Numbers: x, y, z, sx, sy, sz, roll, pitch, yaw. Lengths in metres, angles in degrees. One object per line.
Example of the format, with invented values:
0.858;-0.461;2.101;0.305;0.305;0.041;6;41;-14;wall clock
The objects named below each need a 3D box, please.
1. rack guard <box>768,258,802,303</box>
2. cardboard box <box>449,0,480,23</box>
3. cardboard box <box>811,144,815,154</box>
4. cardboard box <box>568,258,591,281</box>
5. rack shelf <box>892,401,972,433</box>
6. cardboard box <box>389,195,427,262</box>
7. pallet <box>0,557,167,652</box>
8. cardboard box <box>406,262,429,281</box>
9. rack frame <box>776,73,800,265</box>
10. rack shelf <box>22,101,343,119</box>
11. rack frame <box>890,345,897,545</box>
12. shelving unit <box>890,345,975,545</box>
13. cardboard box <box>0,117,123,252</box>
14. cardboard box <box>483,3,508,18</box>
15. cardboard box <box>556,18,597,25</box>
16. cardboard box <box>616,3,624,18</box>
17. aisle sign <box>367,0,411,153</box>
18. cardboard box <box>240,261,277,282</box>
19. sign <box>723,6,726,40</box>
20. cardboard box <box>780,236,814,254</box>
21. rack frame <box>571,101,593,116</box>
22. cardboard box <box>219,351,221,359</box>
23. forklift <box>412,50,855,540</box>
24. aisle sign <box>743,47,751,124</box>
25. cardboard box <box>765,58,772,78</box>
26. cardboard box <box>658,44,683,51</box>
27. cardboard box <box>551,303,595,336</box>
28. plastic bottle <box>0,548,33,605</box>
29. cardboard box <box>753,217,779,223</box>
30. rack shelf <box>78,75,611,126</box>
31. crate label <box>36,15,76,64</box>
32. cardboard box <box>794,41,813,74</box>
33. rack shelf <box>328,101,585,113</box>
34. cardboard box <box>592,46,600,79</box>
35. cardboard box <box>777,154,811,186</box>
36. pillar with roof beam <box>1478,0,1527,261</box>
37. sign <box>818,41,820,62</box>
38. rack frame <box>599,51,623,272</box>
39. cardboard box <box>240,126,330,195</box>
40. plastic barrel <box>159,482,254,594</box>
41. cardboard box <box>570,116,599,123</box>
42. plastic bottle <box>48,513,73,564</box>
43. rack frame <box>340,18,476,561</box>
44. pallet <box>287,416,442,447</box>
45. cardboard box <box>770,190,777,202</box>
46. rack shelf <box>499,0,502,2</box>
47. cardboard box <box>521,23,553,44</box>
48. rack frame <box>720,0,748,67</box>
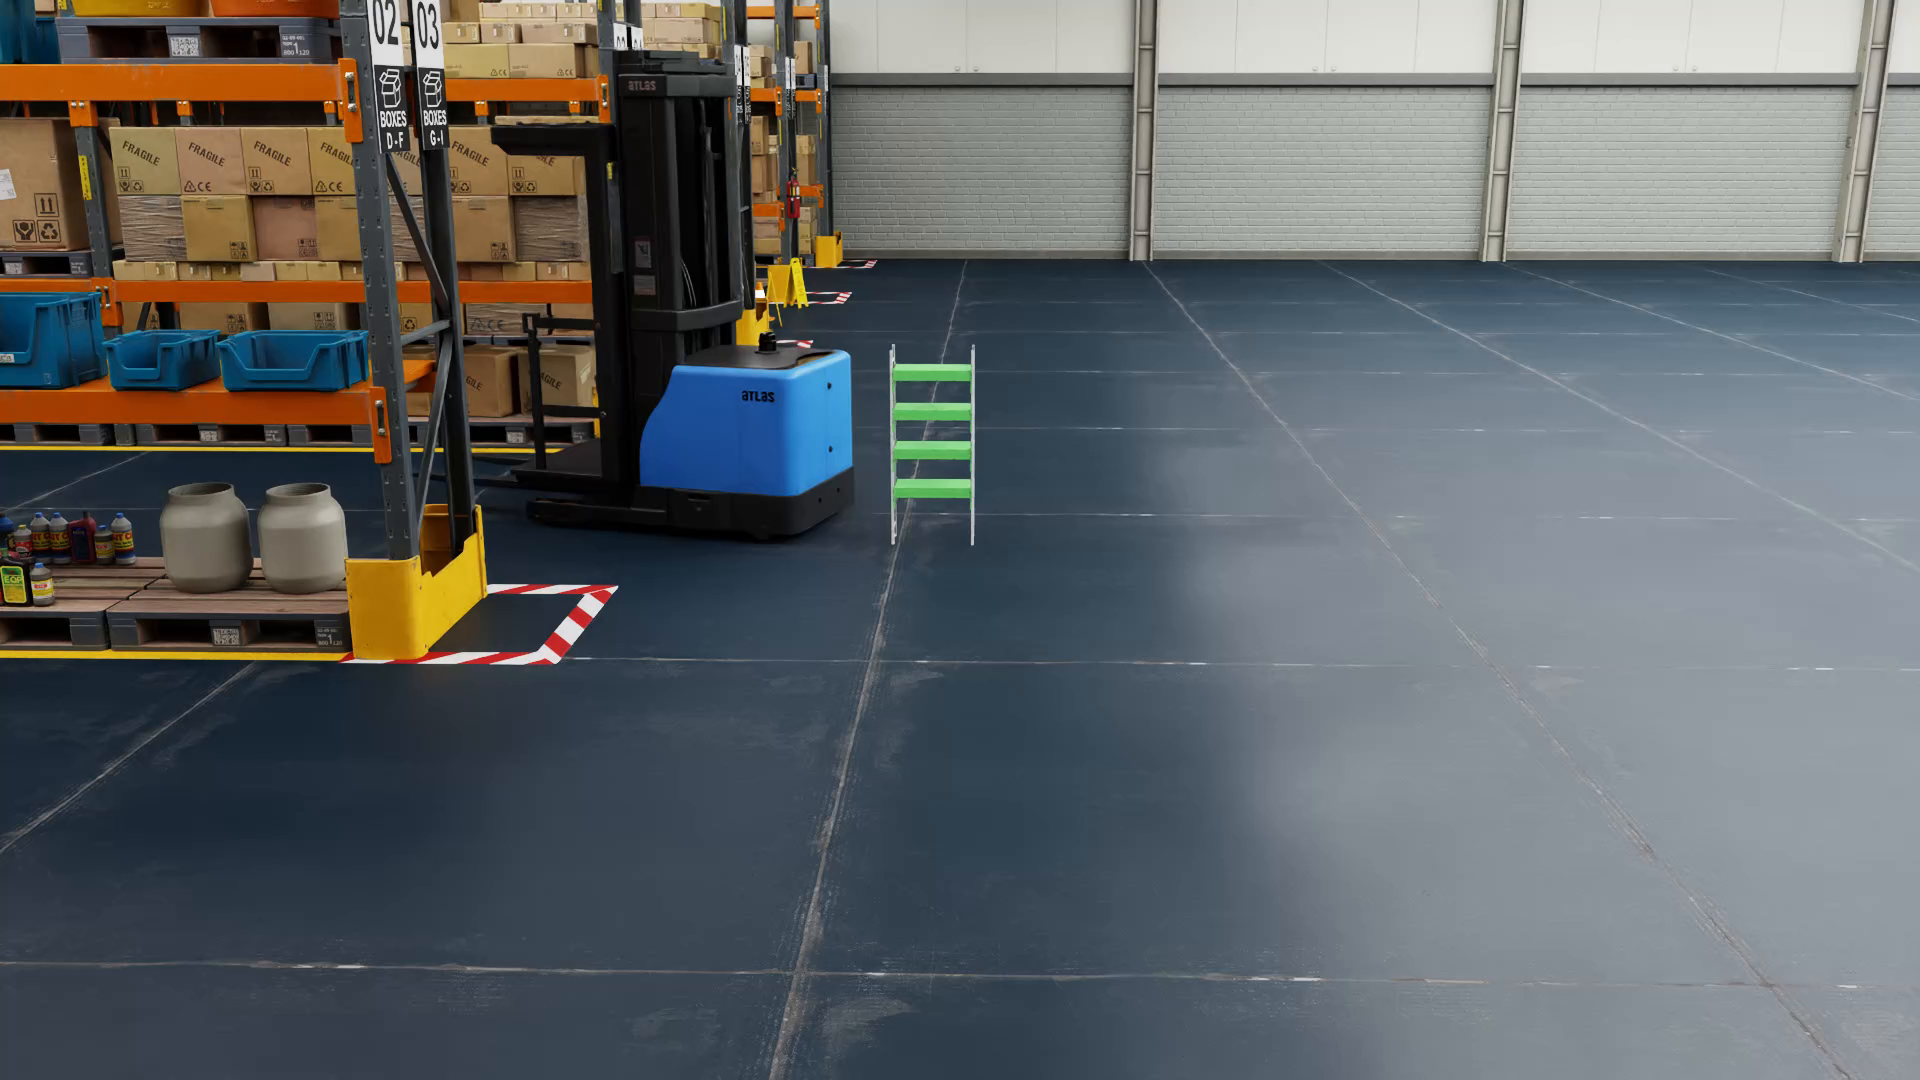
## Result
-2.415;-3.607;23.033;0.348;0.500;1.175;0;15;1;rack guard
-4.070;-4.251;12.934;0.500;0.500;0.500;0;15;1;cardboard box
-2.549;-6.512;27.674;0.250;0.149;0.380;0;15;0;cardboard box
-2.883;-2.116;12.973;0.250;0.149;0.380;0;15;1;cardboard box
-0.165;-0.752;10.146;0.480;0.148;0.258;0;15;1;rack shelf
-4.143;-2.478;13.073;0.500;0.500;0.875;0;15;1;cardboard box
-4.825;0.319;8.716;1.213;0.211;1.003;0;15;1;pallet
-4.133;-2.120;12.988;0.250;0.149;0.380;0;15;1;cardboard box
-2.340;-4.816;22.712;0.127;3.000;1.000;0;15;1;rack frame
-8.363;-4.694;17.782;4.000;0.370;1.077;0;15;1;rack shelf
-0.409;-0.583;10.197;0.015;1.200;0.240;0;15;1;rack frame
-0.165;-0.581;10.191;0.503;1.200;0.258;0;15;1;shelving unit
-7.382;-2.848;13.257;1.000;1.000;1.000;0;15;2;cardboard box
-4.736;-5.447;17.138;0.250;0.149;0.380;0;15;1;cardboard box
-3.863;-5.265;17.226;0.500;0.250;0.500;0;15;1;cardboard box
-3.475;-5.439;17.106;0.250;0.149;0.380;1;15;2;cardboard box
-2.655;-2.206;7.725;0.004;0.787;0.394;0;15;1;aisle sign
-5.385;-2.104;12.927;0.250;0.149;0.380;0;15;1;cardboard box
-2.393;-5.254;16.916;0.005;0.325;0.100;0;15;1;sign
-2.694;-4.877;27.514;0.500;0.250;0.500;0;15;2;cardboard box
-6.215;-6.107;27.609;0.127;3.000;1.000;0;15;1;rack frame
-5.620;-1.294;13.442;0.500;0.500;0.500;5;16;19;cardboard box
-2.271;-1.620;10.734;3.031;2.935;1.130;5;16;18;forklift
-2.286;-4.886;17.882;0.004;0.787;0.394;0;15;1;aisle sign
-2.835;-6.408;22.581;0.500;0.250;0.500;0;15;0;cardboard box
-2.958;-5.050;17.196;0.250;0.149;0.380;0;15;2;cardboard box
-3.924;-2.721;18.115;0.875;0.875;0.875;0;15;1;cardboard box
-4.684;0.179;8.243;0.133;0.283;0.061;1;15;3;plastic bottle
-3.195;-5.364;27.397;0.500;0.250;0.500;1;15;2;cardboard box
-4.592;-3.404;12.892;4.000;0.370;1.077;0;15;1;rack shelf
-4.582;-2.500;8.348;0.408;0.251;0.502;0;15;1;crate label
-2.665;-7.772;26.824;0.500;0.500;0.500;1;15;3;cardboard box
-8.215;-7.223;27.368;4.000;0.370;1.077;0;15;1;rack shelf
-3.068;-3.735;13.032;0.500;0.250;0.500;1;15;3;cardboard box
-2.715;-6.066;27.256;0.500;0.500;0.500;0;15;0;cardboard box
8.997;-8.041;23.176;0.400;9.000;9.100;0;15;1;pillar with roof beam
-2.244;-7.783;26.501;0.005;0.325;0.100;0;15;1;sign
-2.593;-2.288;13.133;0.127;3.000;1.000;0;15;1;rack frame
-5.148;-2.916;12.773;0.500;0.500;0.500;0;15;1;cardboard box
-3.880;-0.013;8.564;0.421;0.512;0.421;0;15;0;plastic barrel
-4.893;-5.440;22.340;0.500;0.500;0.700;0;15;0;cardboard box
-4.866;-0.012;8.992;0.097;0.271;0.097;0;15;0;plastic bottle
-2.719;-1.025;8.346;0.127;3.000;1.000;0;15;1;rack frame
-4.696;-0.963;13.578;1.213;0.211;1.003;0;15;1;pallet
-2.674;-4.749;22.953;0.250;0.149;0.380;0;15;2;cardboard box
-4.339;-7.380;22.089;4.000;0.370;1.077;0;15;1;rack shelf
-3.135;-3.813;12.544;0.250;0.149;0.380;0;15;0;cardboard box
-2.365;-6.453;17.160;0.127;3.000;1.000;0;15;1;rack frame
